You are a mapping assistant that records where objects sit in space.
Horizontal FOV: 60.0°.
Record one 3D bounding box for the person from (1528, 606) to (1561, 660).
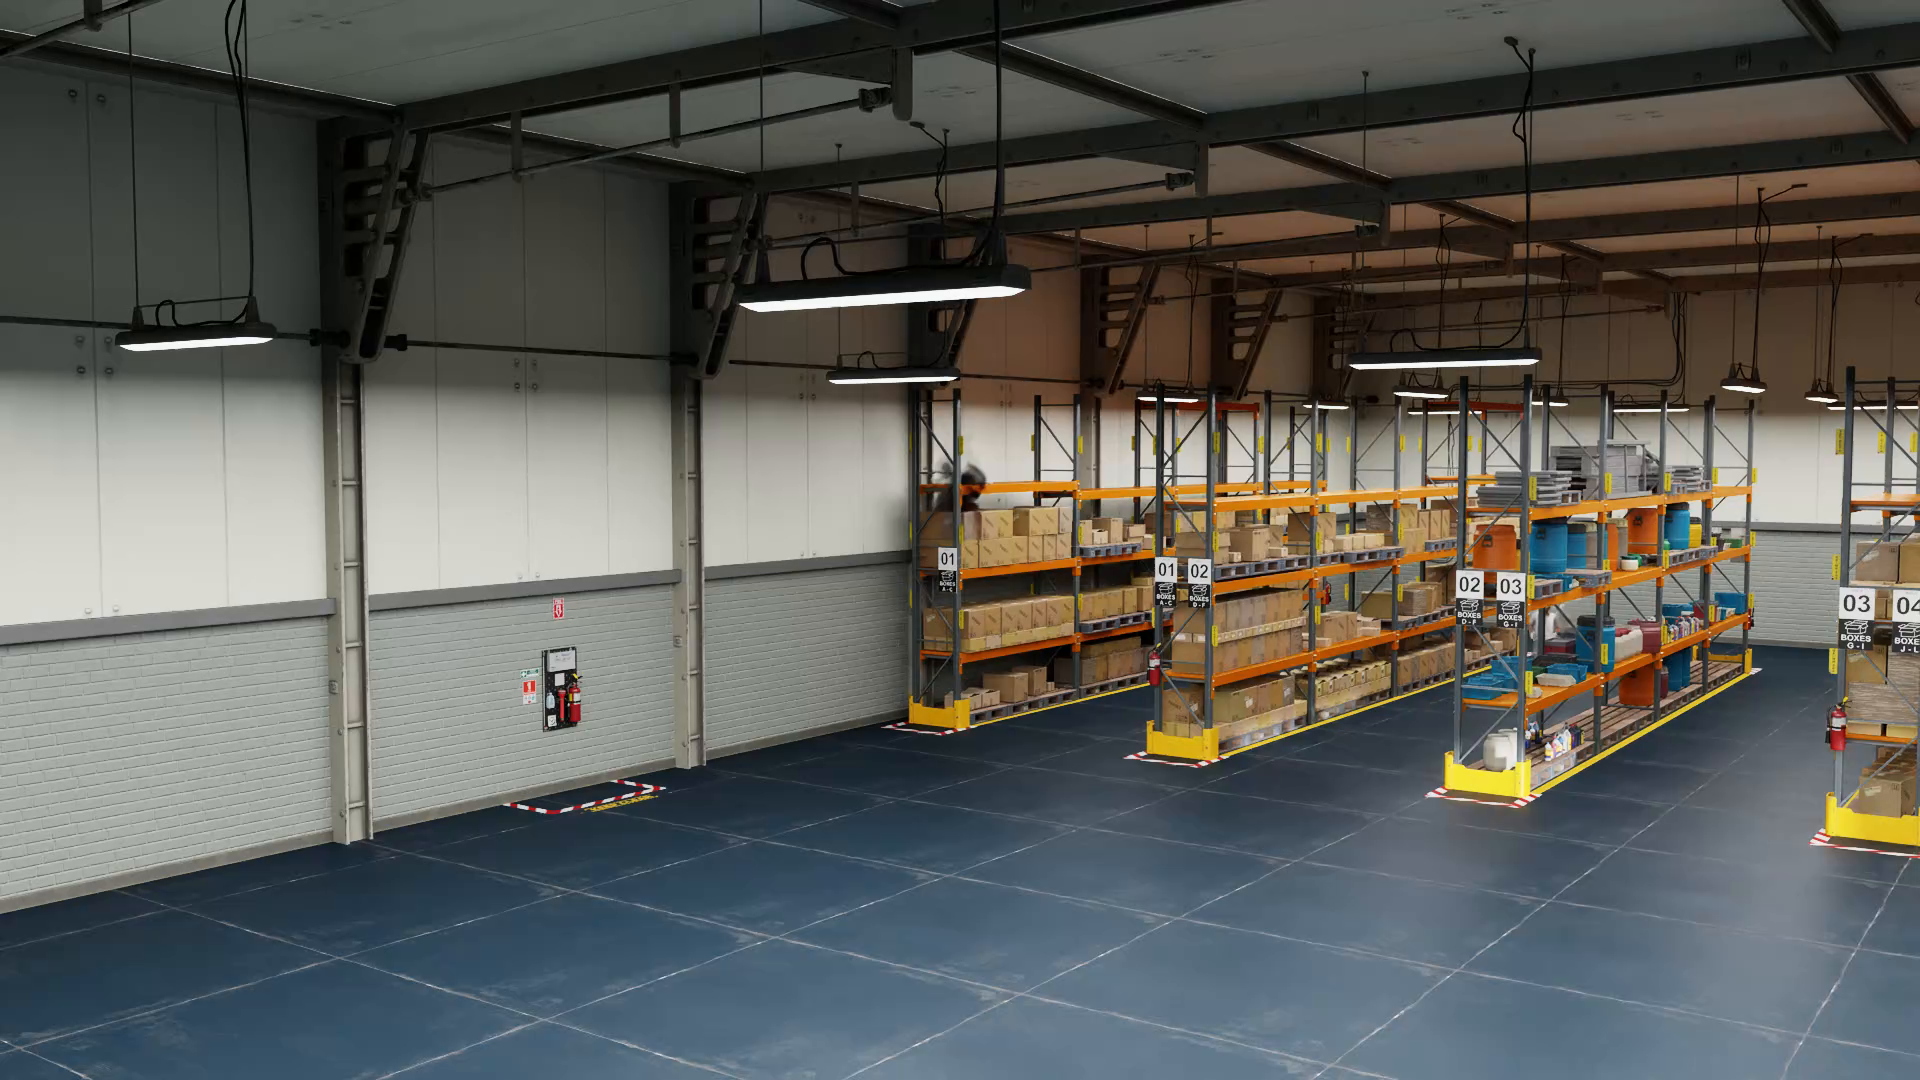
[{"bbox_3d":[12.346,2.127,35.168,0.661,1.736,0.589,1,3,21],"label":"person"}]
